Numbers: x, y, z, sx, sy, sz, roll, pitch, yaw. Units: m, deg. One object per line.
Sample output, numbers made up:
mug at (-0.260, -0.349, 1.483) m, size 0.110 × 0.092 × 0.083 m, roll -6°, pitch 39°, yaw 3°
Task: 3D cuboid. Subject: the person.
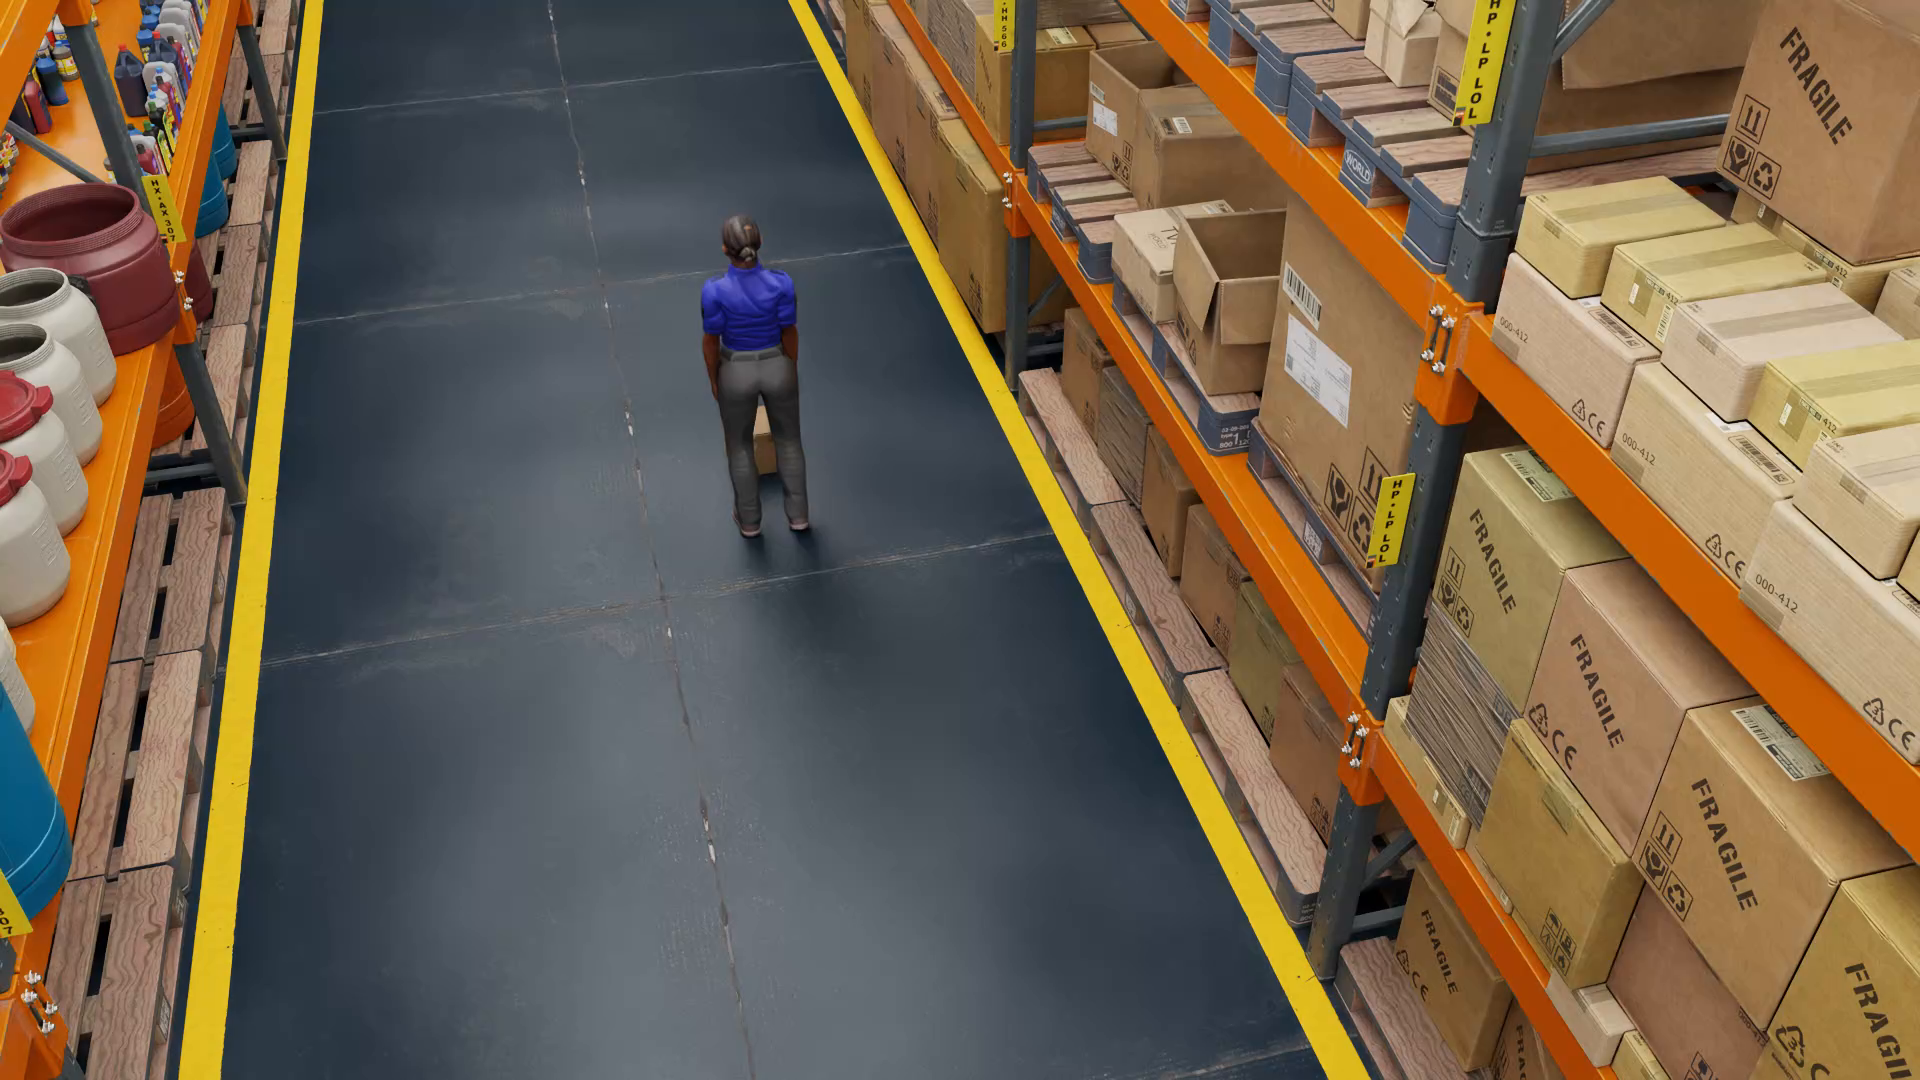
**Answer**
person at (-0.950, -0.776, 7.640) m, size 0.437 × 1.580 × 0.292 m, roll -9°, pitch 39°, yaw -11°
